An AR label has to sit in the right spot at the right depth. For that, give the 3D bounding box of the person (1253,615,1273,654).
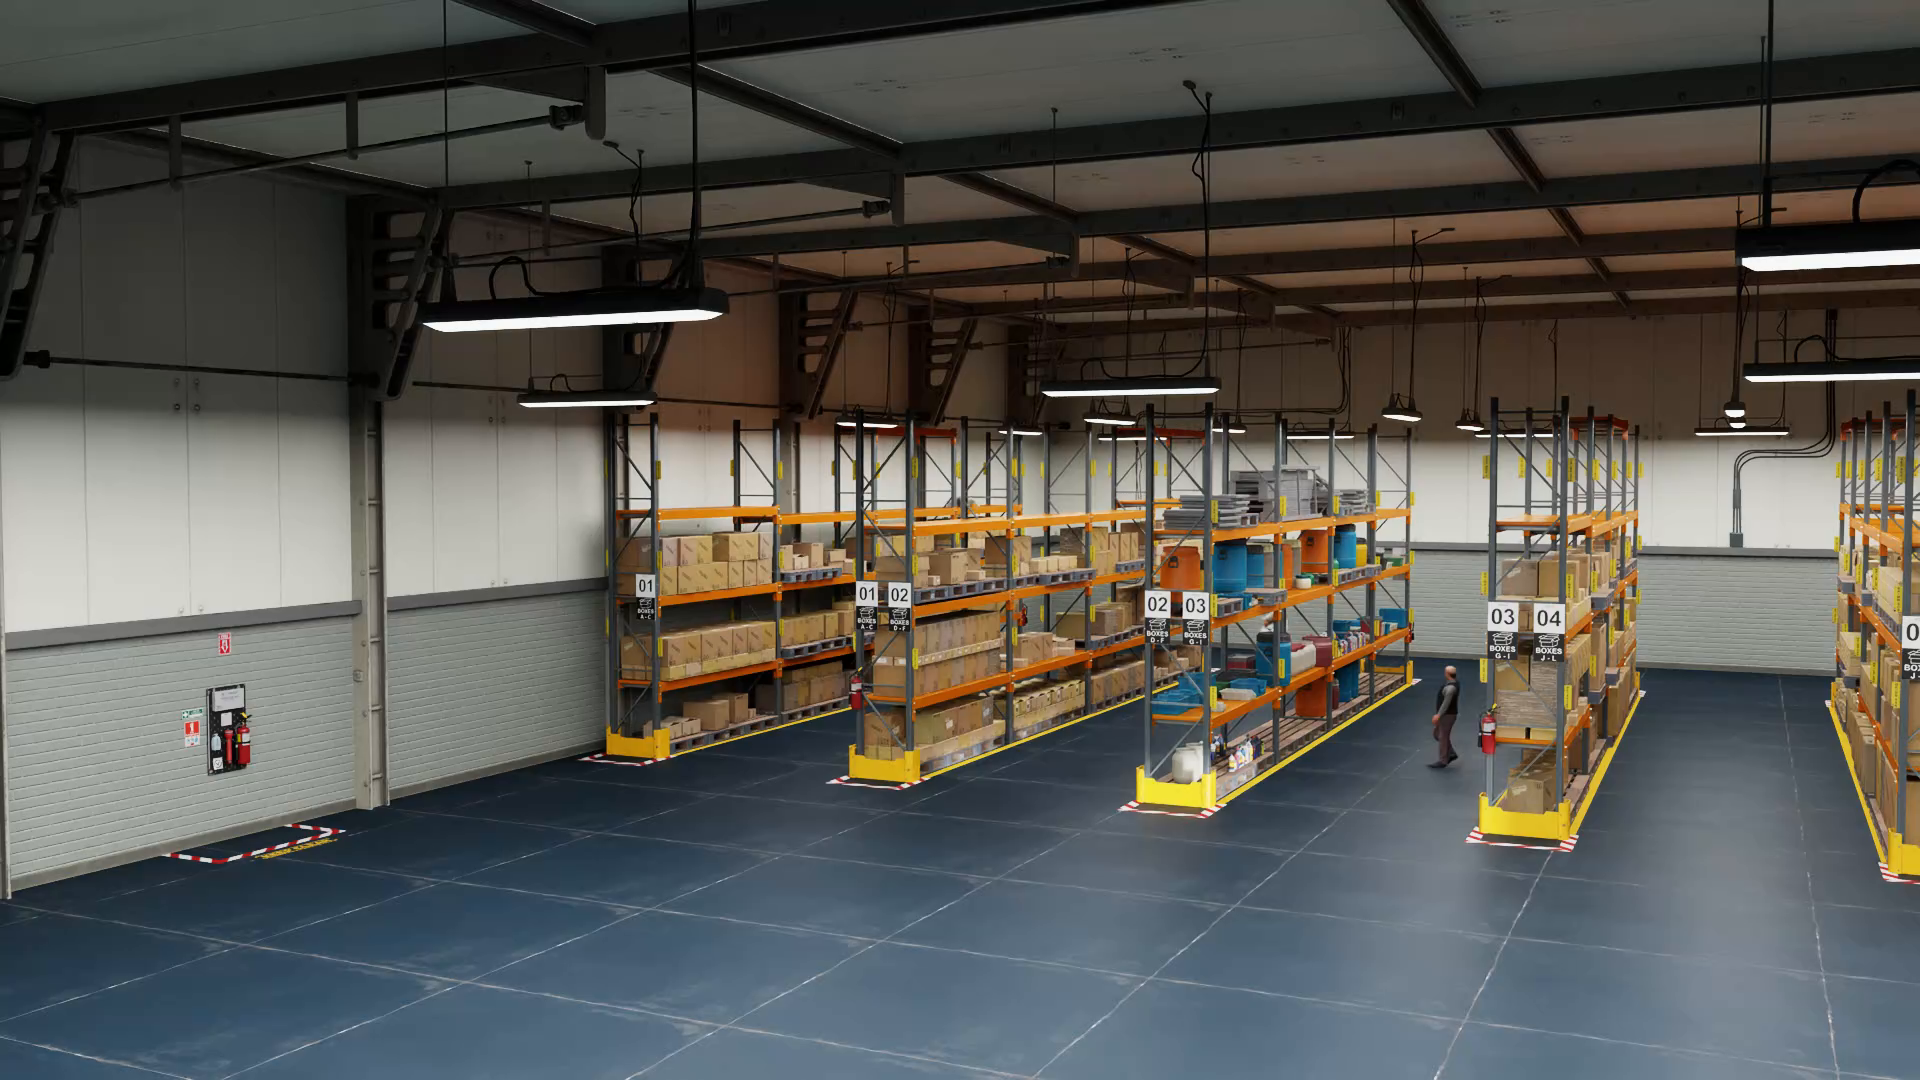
[{"bbox_3d":[7.151,2.561,38.827,0.577,1.620,0.897,2,3,33],"label":"person"}]

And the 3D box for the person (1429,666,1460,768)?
[{"bbox_3d":[8.157,2.972,28.003,0.510,1.724,0.605,1,2,12],"label":"person"}]
